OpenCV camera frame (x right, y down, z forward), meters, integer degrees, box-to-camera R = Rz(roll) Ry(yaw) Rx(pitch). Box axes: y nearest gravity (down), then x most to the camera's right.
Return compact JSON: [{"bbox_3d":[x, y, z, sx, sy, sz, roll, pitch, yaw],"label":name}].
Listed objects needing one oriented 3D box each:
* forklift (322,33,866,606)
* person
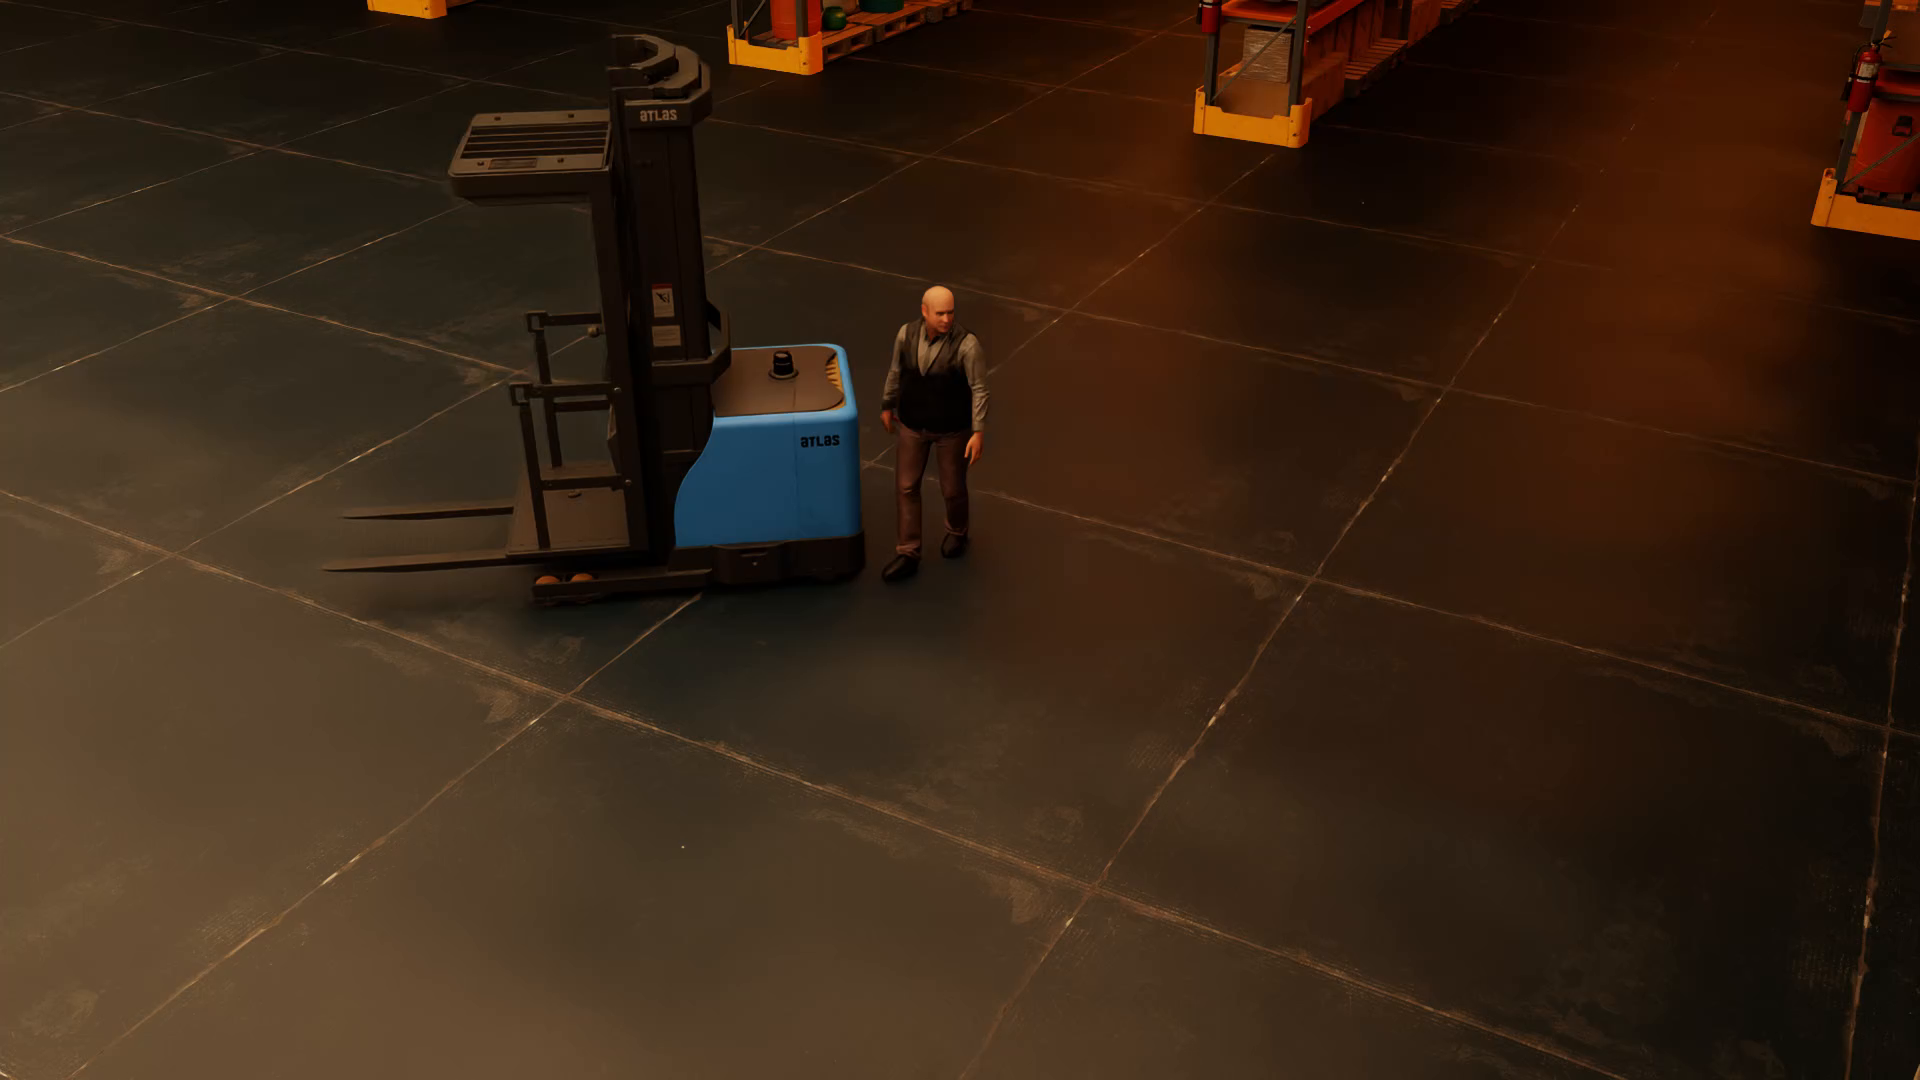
[{"bbox_3d":[-2.106,-1.180,9.116,3.031,2.935,1.130,-4,30,-7],"label":"forklift"},{"bbox_3d":[-0.177,-0.601,9.354,0.707,1.693,0.785,10,31,17],"label":"person"}]
